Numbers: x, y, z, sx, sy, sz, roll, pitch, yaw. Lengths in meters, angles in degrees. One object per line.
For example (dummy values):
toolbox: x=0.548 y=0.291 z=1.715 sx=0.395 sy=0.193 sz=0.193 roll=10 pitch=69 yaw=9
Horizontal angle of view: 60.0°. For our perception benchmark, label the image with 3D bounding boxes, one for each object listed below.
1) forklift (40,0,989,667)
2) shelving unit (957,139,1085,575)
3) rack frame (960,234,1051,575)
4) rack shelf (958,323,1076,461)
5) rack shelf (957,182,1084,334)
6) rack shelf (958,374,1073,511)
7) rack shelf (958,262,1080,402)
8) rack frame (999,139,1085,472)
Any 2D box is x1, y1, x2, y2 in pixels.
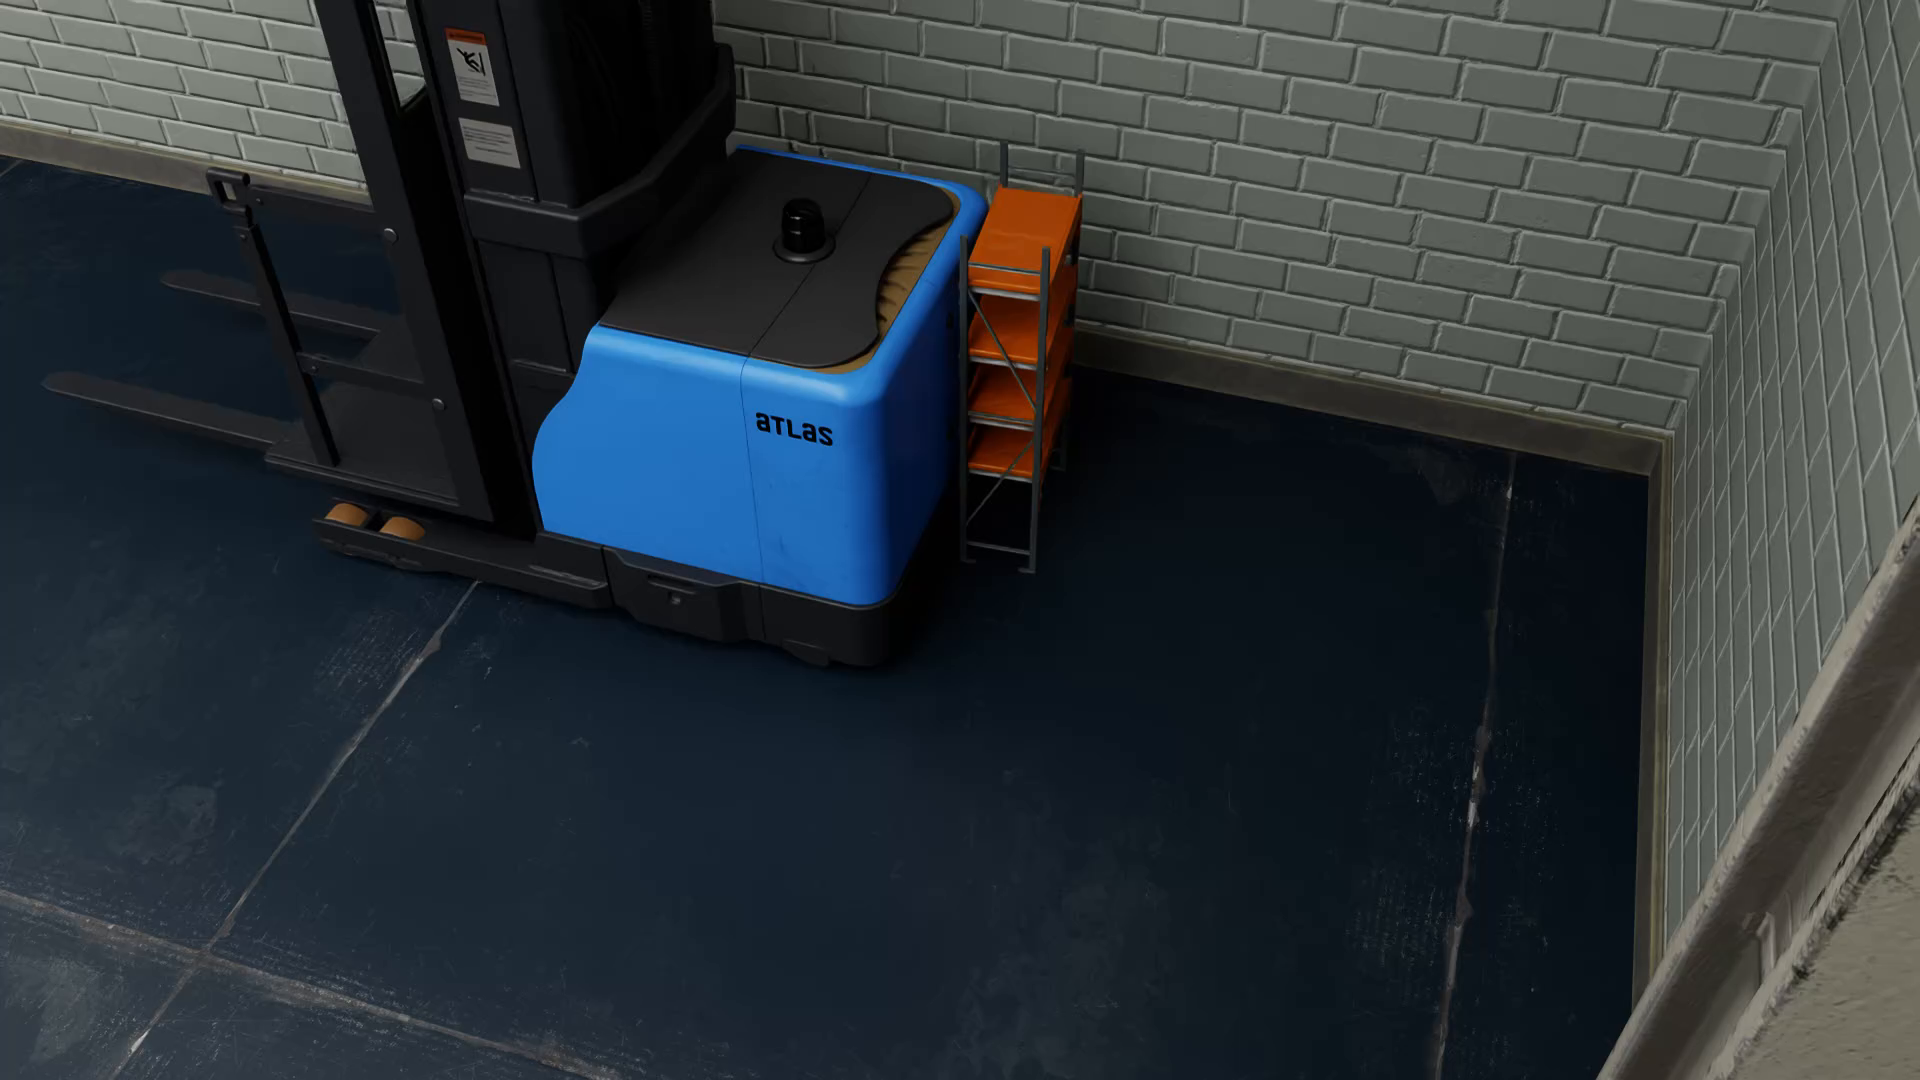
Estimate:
forklift: x=-1.479 y=-1.292 z=4.475 sx=3.031 sy=2.935 sz=1.130 roll=13 pitch=46 yaw=13
shelving unit: x=0.174 y=-0.512 z=4.916 sx=0.258 sy=1.200 sz=0.503 roll=10 pitch=45 yaw=10
rack frame: x=0.117 y=-0.346 z=4.746 sx=0.240 sy=1.200 sz=0.015 roll=10 pitch=45 yaw=10
rack shelf: x=0.174 y=-0.464 z=4.963 sx=0.258 sy=0.148 sz=0.480 roll=10 pitch=45 yaw=10
rack shelf: x=0.174 y=-0.793 z=4.641 sx=0.258 sy=0.148 sz=0.480 roll=10 pitch=45 yaw=10
rack shelf: x=0.174 y=-0.322 z=5.101 sx=0.258 sy=0.148 sz=0.480 roll=10 pitch=45 yaw=10
rack shelf: x=0.174 y=-0.624 z=4.806 sx=0.258 sy=0.148 sz=0.480 roll=10 pitch=45 yaw=10
rack frame: x=0.231 y=-0.678 z=5.085 sx=0.240 sy=1.200 sz=0.015 roll=10 pitch=45 yaw=10
